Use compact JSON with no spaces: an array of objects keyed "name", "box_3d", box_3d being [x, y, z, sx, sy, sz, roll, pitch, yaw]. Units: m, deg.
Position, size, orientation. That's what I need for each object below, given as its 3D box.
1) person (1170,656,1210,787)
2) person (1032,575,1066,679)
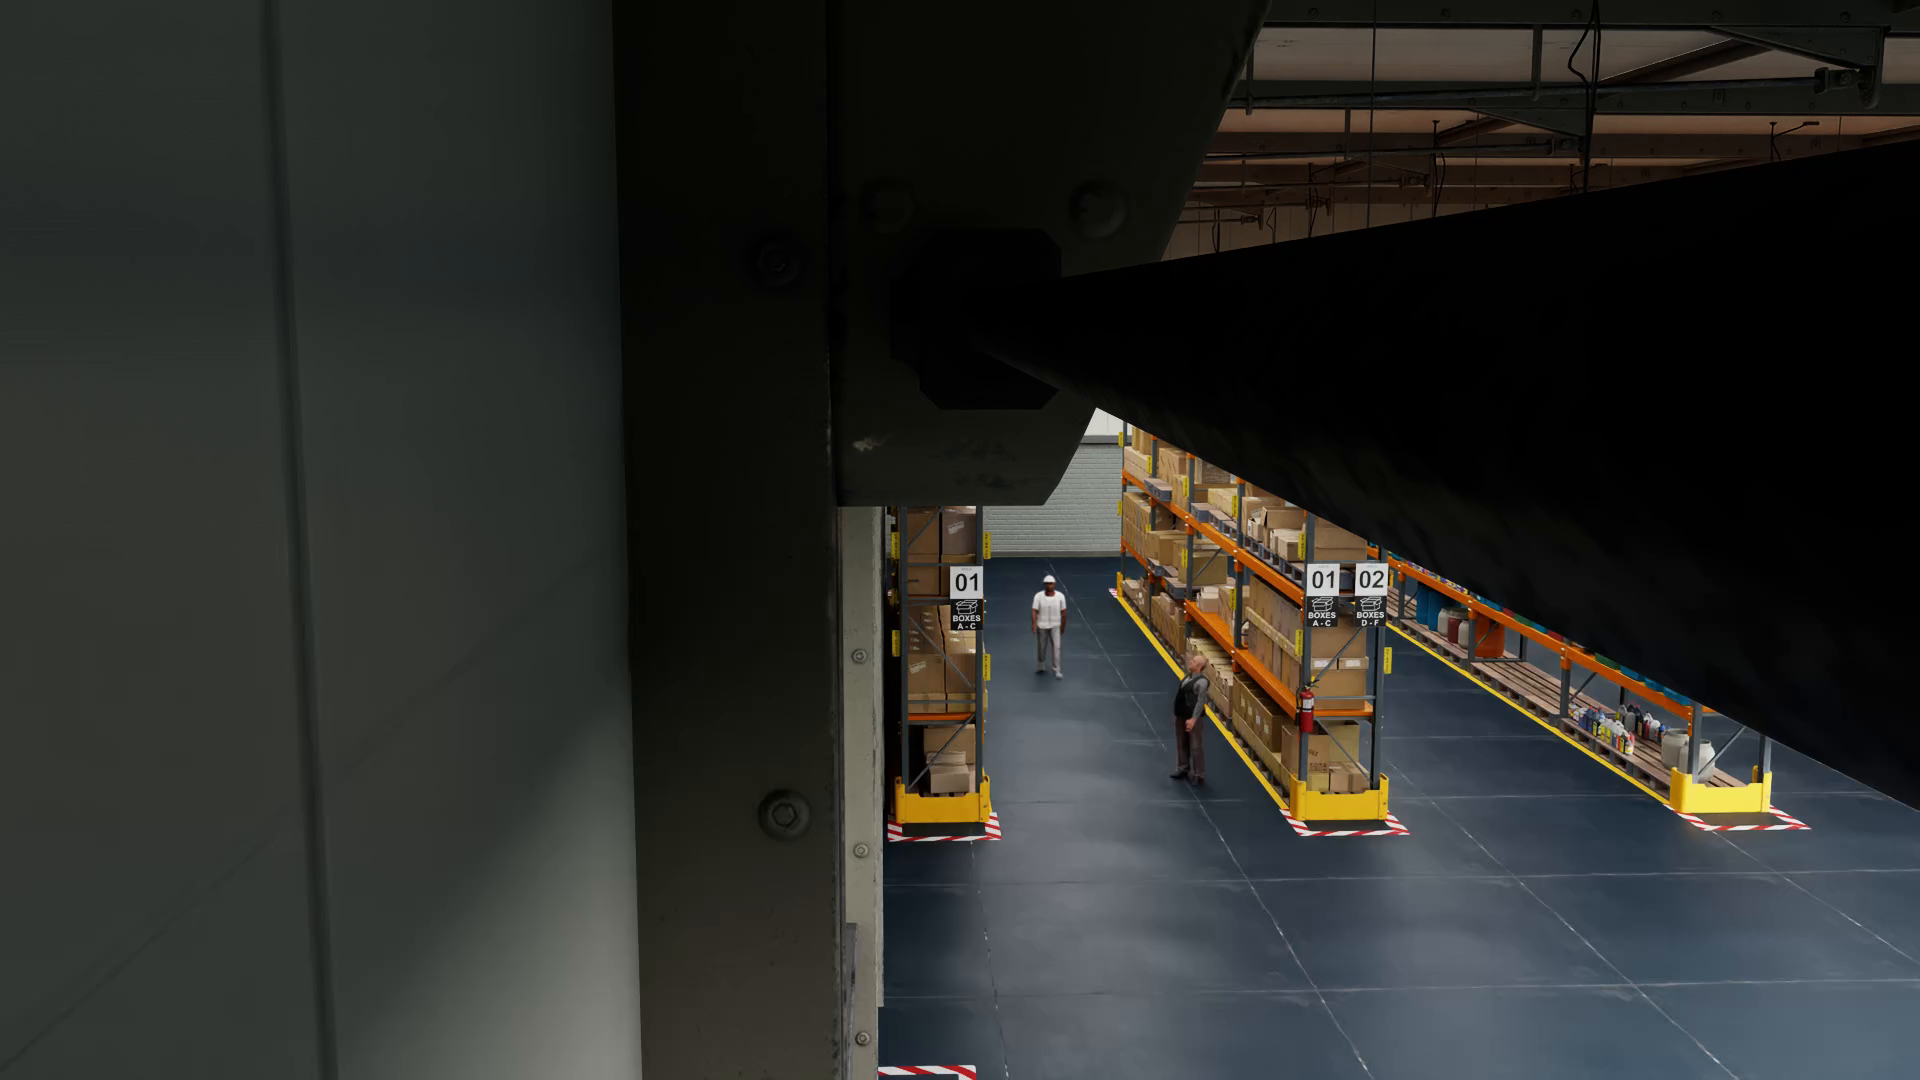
[{"name":"person","box_3d":[3.062,2.399,22.189,0.468,1.740,0.563,-6,10,-37]},{"name":"person","box_3d":[1.530,1.474,28.481,0.643,1.722,0.994,-1,8,-8]}]
